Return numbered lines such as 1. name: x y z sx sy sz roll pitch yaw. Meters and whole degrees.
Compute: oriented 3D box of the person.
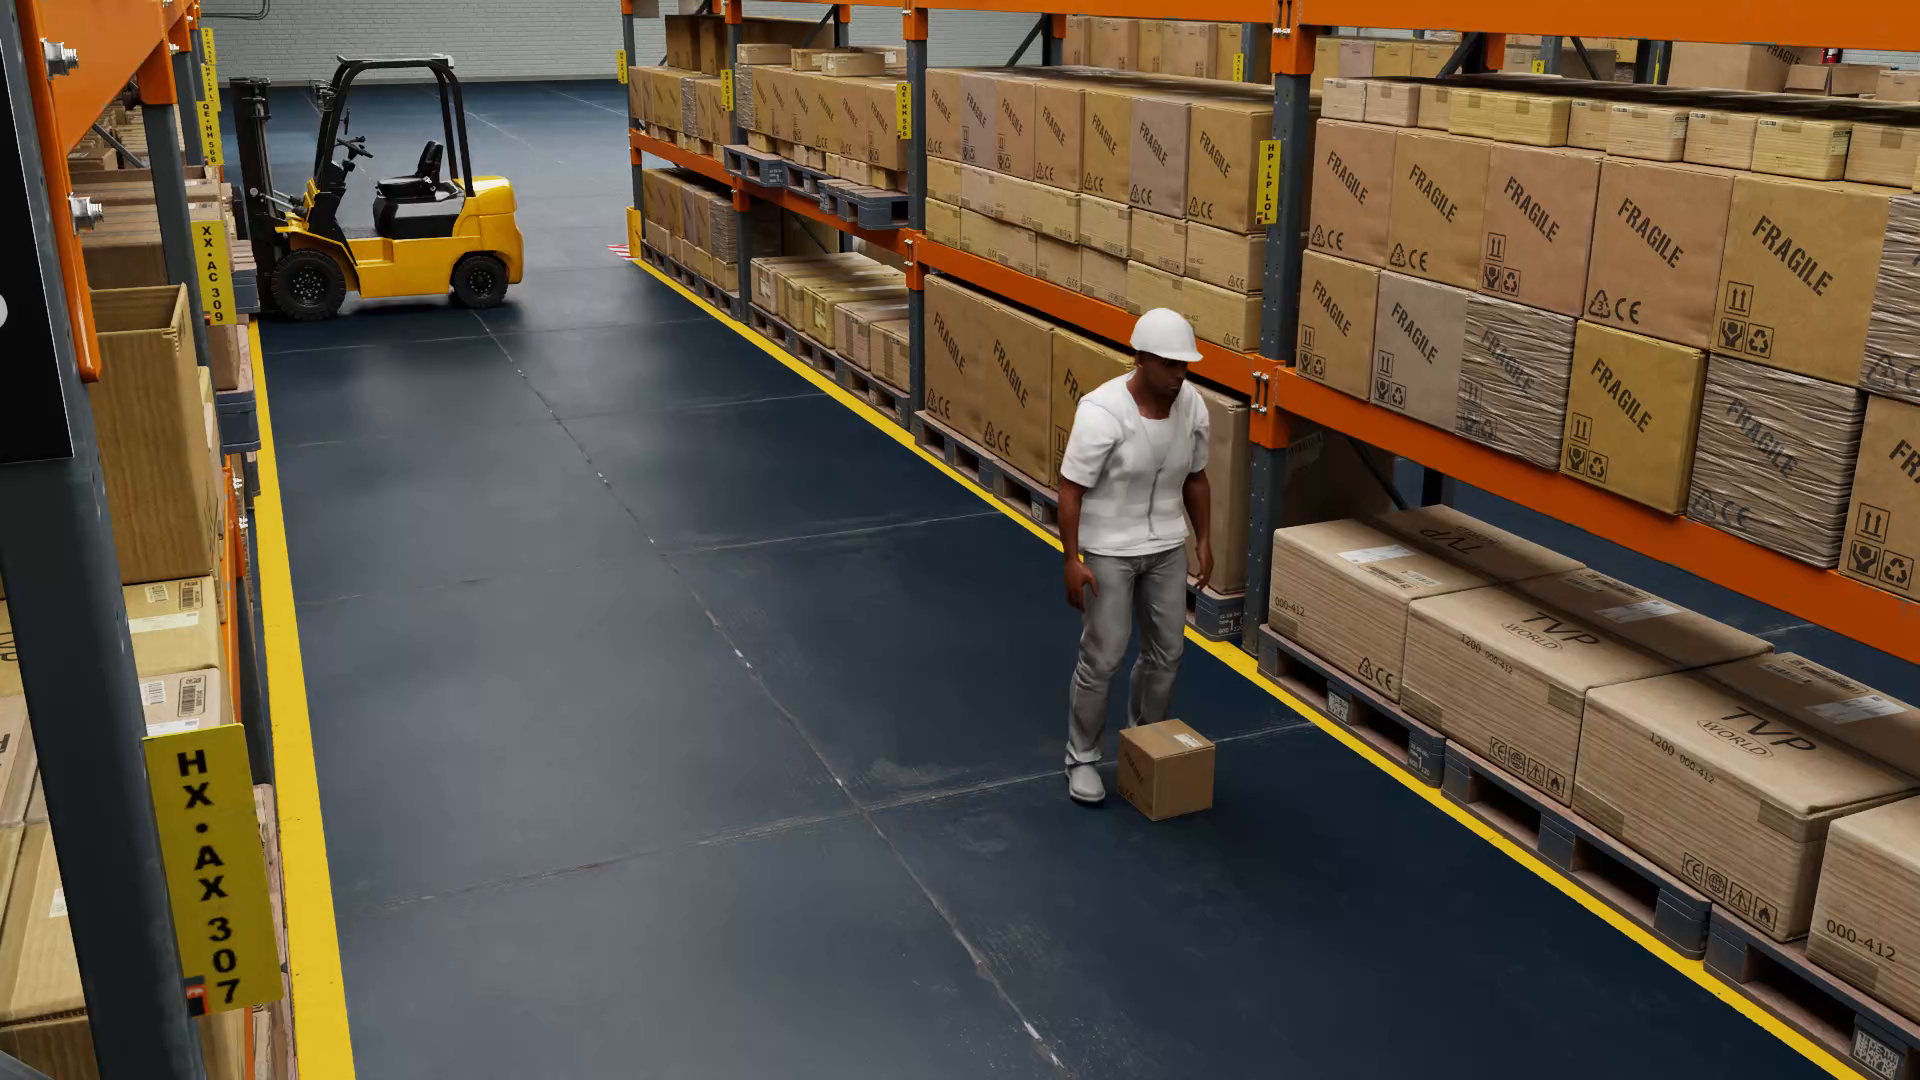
1. person: 0.637 0.043 5.908 0.634 1.759 0.461 -9 21 -25
